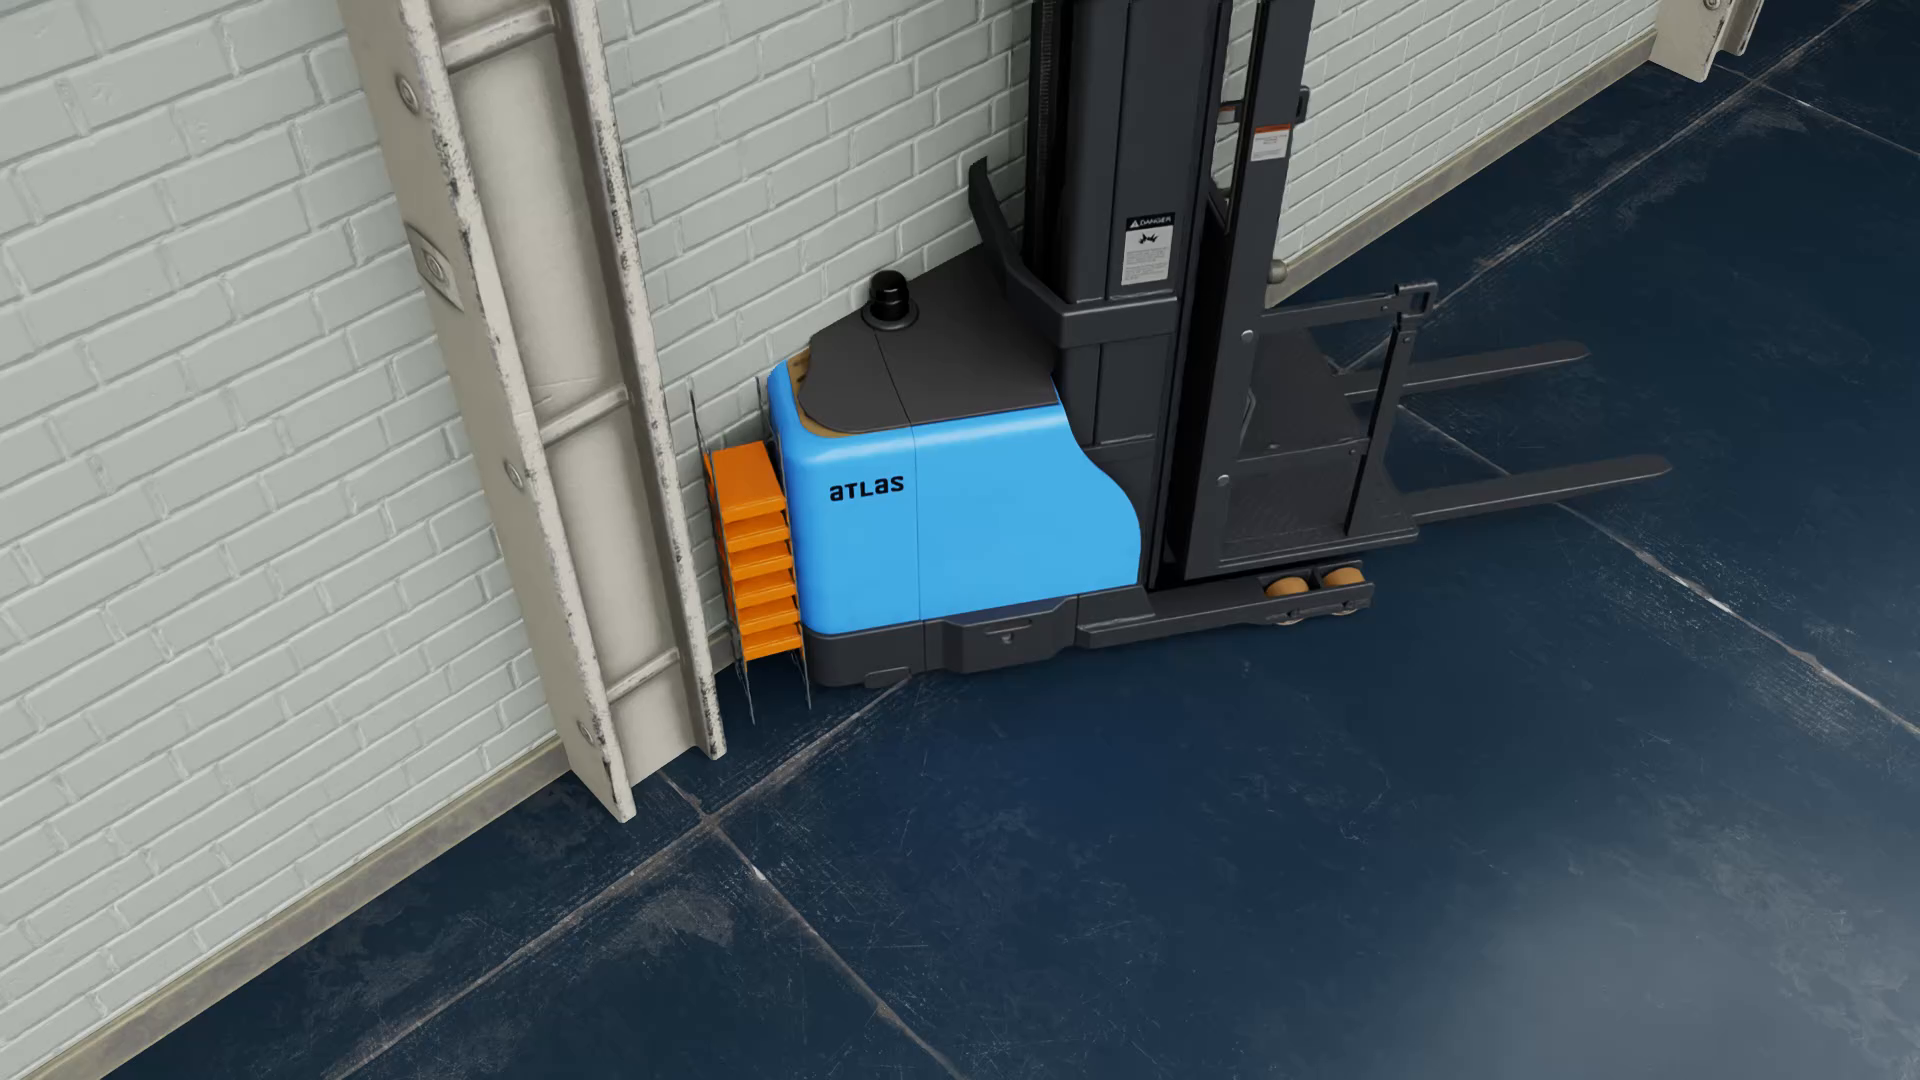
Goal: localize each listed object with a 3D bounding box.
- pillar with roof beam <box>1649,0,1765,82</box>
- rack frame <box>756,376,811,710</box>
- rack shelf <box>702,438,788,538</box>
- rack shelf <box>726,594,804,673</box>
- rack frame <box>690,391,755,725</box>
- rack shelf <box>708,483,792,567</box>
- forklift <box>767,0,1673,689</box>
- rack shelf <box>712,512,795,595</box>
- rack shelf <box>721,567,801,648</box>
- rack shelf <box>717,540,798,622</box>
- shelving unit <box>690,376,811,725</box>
[{"bbox_3d":[6.368,-3.010,2.405,0.400,9.000,9.100,-34,56,-27],"label":"pillar with roof beam"},{"bbox_3d":[-0.513,0.045,4.891,0.006,1.200,0.240,-14,49,-12],"label":"rack frame"},{"bbox_3d":[-0.601,-0.148,4.640,0.180,0.103,0.258,-14,49,-12],"label":"rack shelf"},{"bbox_3d":[-0.599,0.260,5.080,0.180,0.103,0.258,-14,49,-12],"label":"rack shelf"},{"bbox_3d":[-0.687,0.088,4.851,0.006,1.200,0.240,-14,49,-12],"label":"rack frame"},{"bbox_3d":[-0.601,-0.066,4.728,0.180,0.103,0.258,-14,49,-12],"label":"rack shelf"},{"bbox_3d":[0.885,-1.086,4.757,3.031,2.935,1.130,-9,48,-8],"label":"forklift"},{"bbox_3d":[-0.600,0.015,4.816,0.180,0.103,0.258,-14,49,-12],"label":"rack shelf"},{"bbox_3d":[-0.599,0.178,4.992,0.180,0.103,0.258,-14,49,-12],"label":"rack shelf"},{"bbox_3d":[-0.600,0.097,4.904,0.180,0.103,0.258,-14,49,-12],"label":"rack shelf"},{"bbox_3d":[-0.600,0.066,4.871,0.189,1.200,0.258,-14,49,-12],"label":"shelving unit"}]
